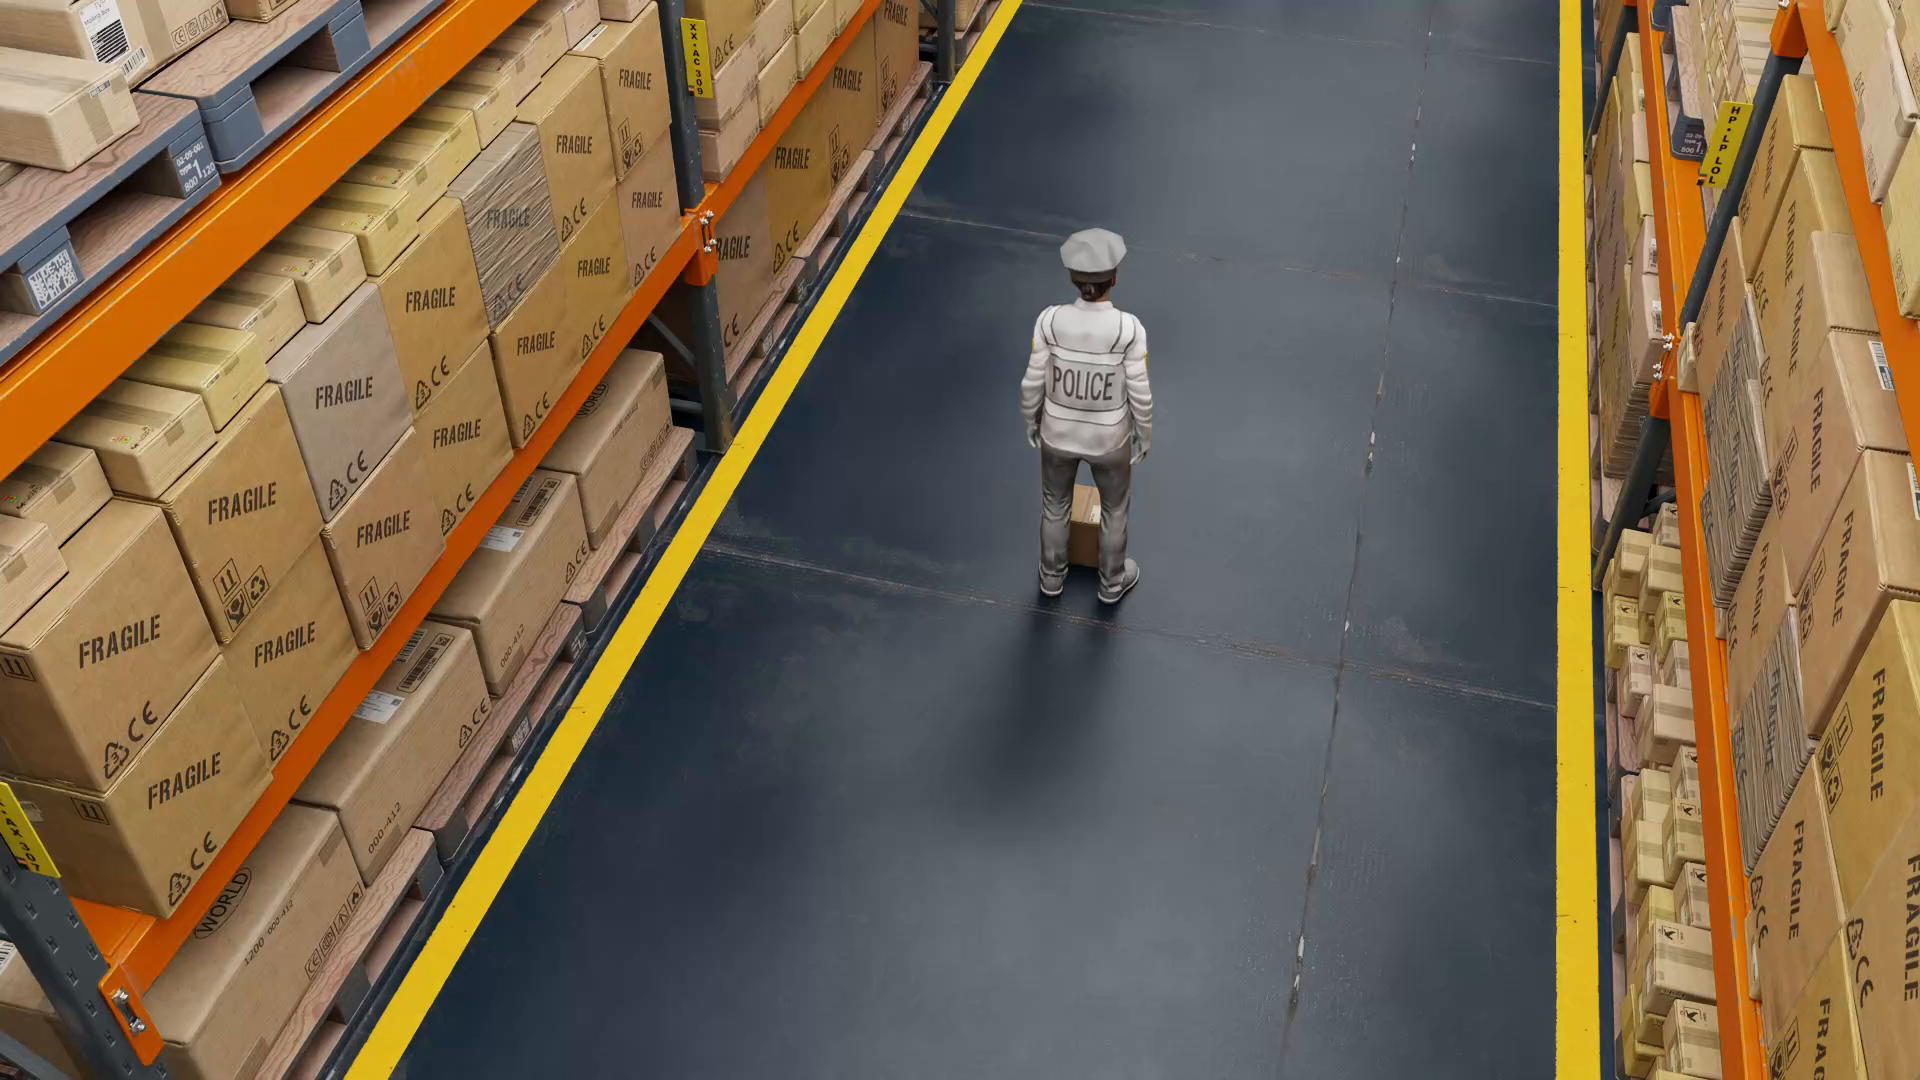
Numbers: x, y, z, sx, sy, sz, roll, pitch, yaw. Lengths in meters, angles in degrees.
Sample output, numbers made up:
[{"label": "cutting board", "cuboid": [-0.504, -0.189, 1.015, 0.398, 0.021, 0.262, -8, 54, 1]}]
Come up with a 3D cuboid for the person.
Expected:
[{"label": "person", "cuboid": [0.506, -0.433, 6.652, 0.526, 1.660, 0.373, 9, 42, 10]}]
